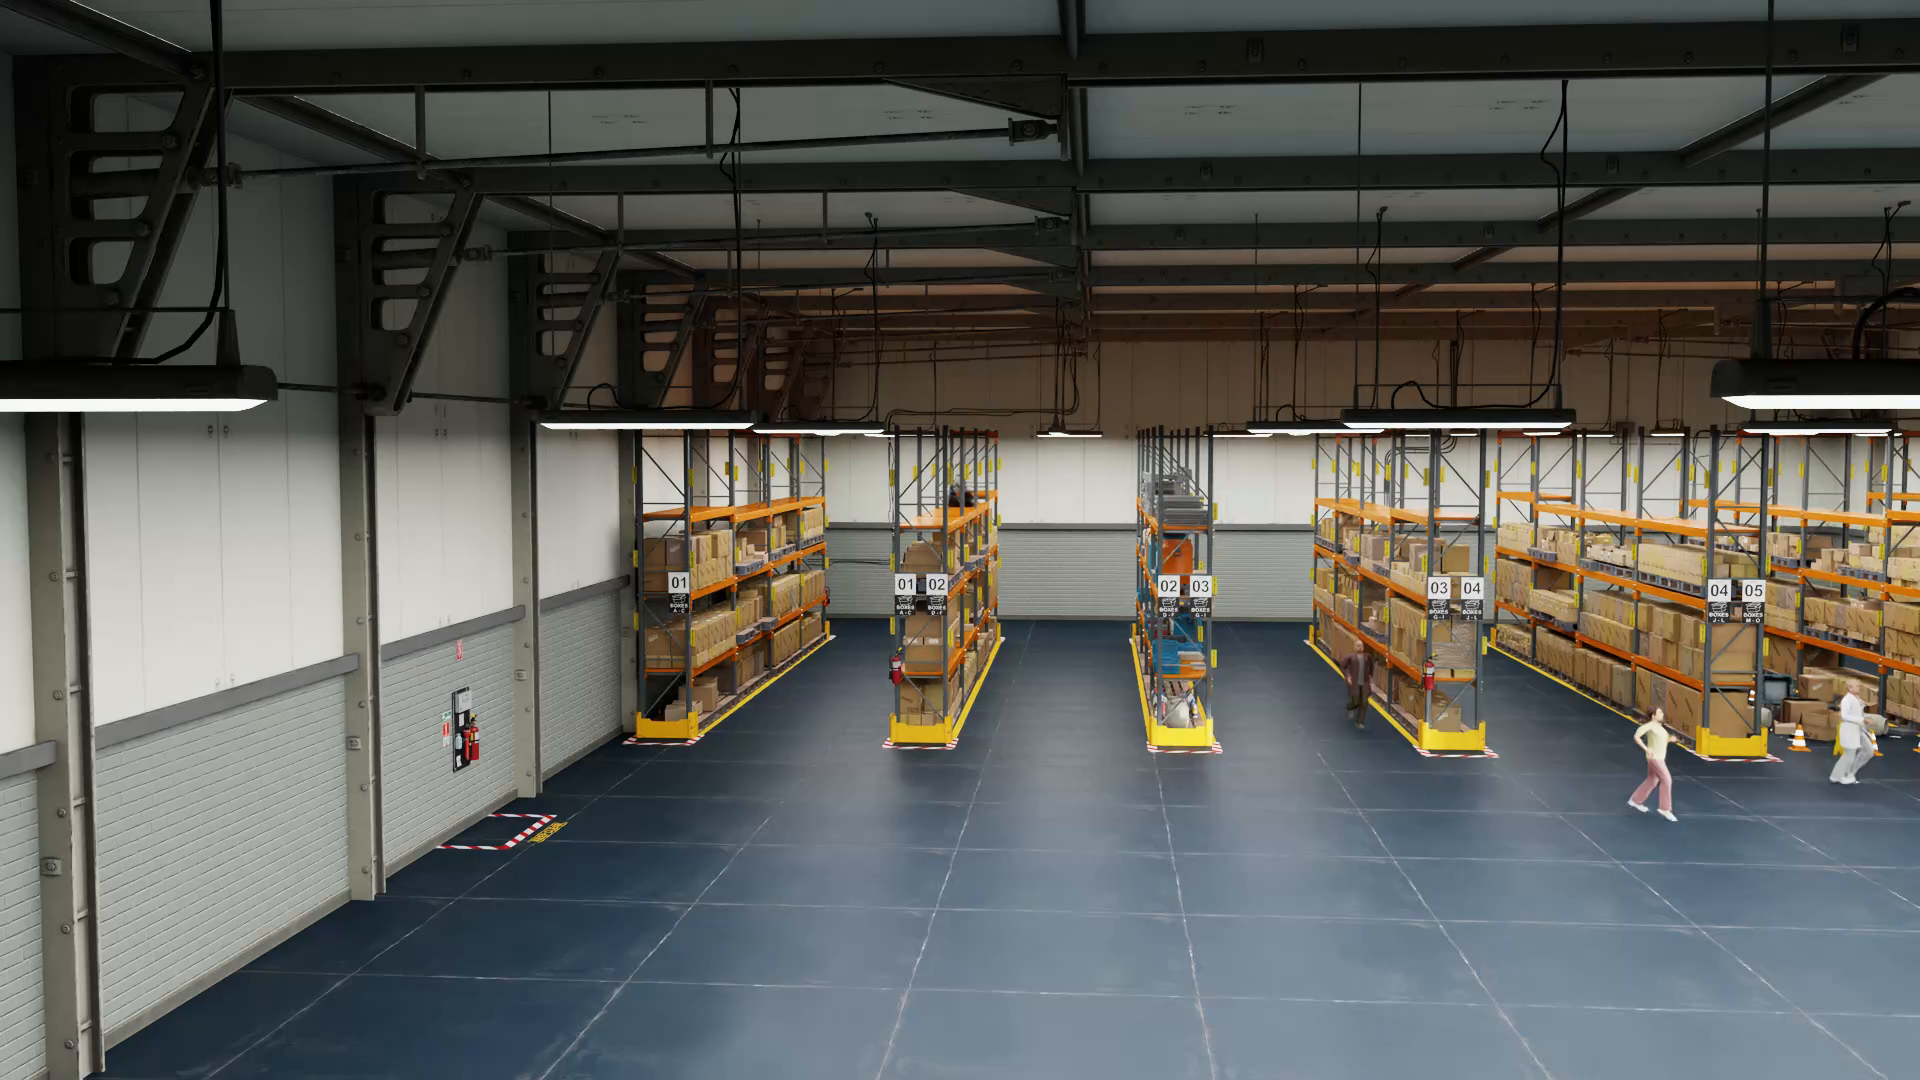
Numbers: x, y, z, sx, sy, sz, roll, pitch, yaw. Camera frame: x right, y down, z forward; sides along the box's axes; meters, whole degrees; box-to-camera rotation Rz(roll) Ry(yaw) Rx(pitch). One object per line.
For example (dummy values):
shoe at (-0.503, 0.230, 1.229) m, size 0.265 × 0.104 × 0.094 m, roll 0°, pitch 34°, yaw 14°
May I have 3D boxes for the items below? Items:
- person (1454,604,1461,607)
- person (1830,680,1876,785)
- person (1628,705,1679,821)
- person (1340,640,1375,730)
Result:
person at (13.547, 2.181, 45.927) m, size 0.647 × 1.598 × 0.692 m, roll 2°, pitch 4°, yaw 36°
person at (14.803, 3.191, 27.509) m, size 0.682 × 1.768 × 0.726 m, roll -3°, pitch 5°, yaw -41°
person at (10.534, 3.360, 25.229) m, size 0.736 × 1.719 × 0.563 m, roll 2°, pitch 4°, yaw 36°
person at (7.944, 2.868, 33.154) m, size 0.711 × 1.743 × 0.756 m, roll 0°, pitch 3°, yaw -4°
